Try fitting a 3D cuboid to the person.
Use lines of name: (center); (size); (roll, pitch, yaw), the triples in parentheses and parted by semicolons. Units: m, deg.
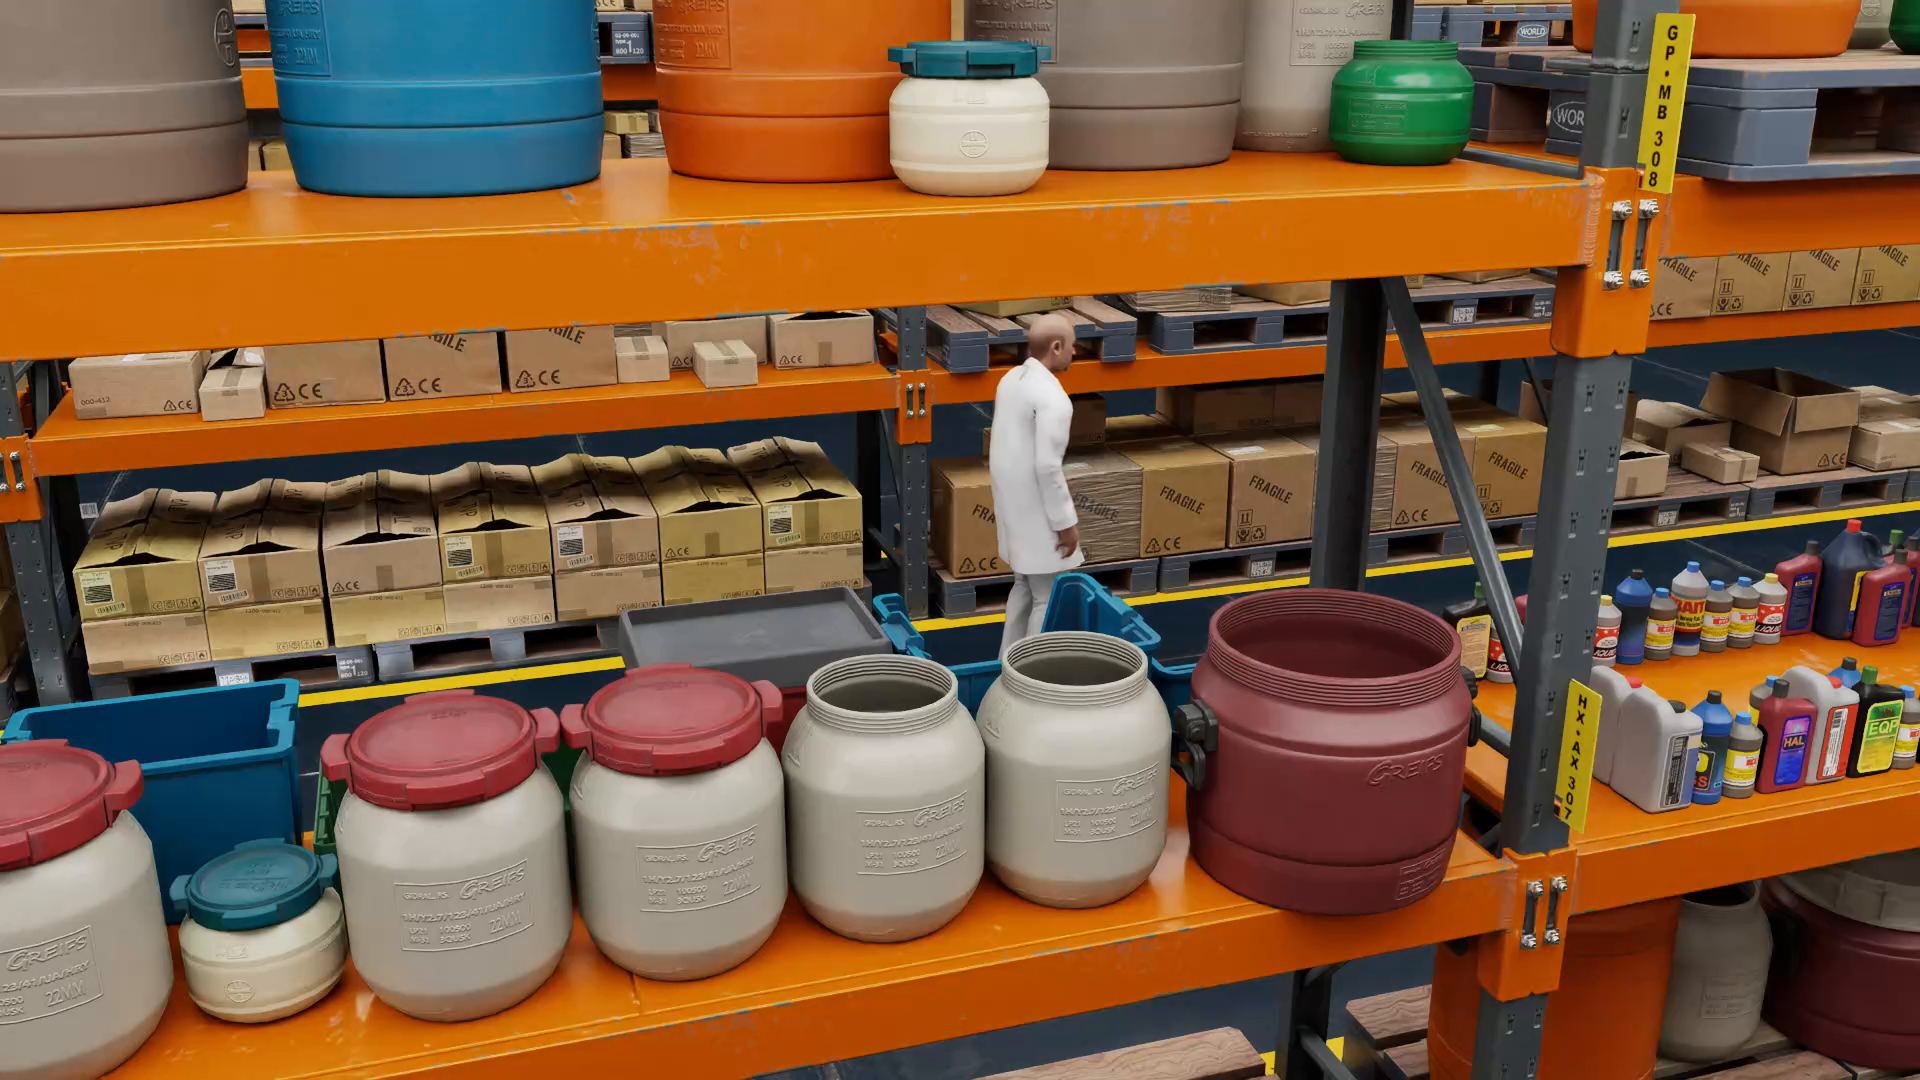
person: (0.355, -0.068, 7.478); (0.421, 1.649, 0.646); (-6, 20, -18)
